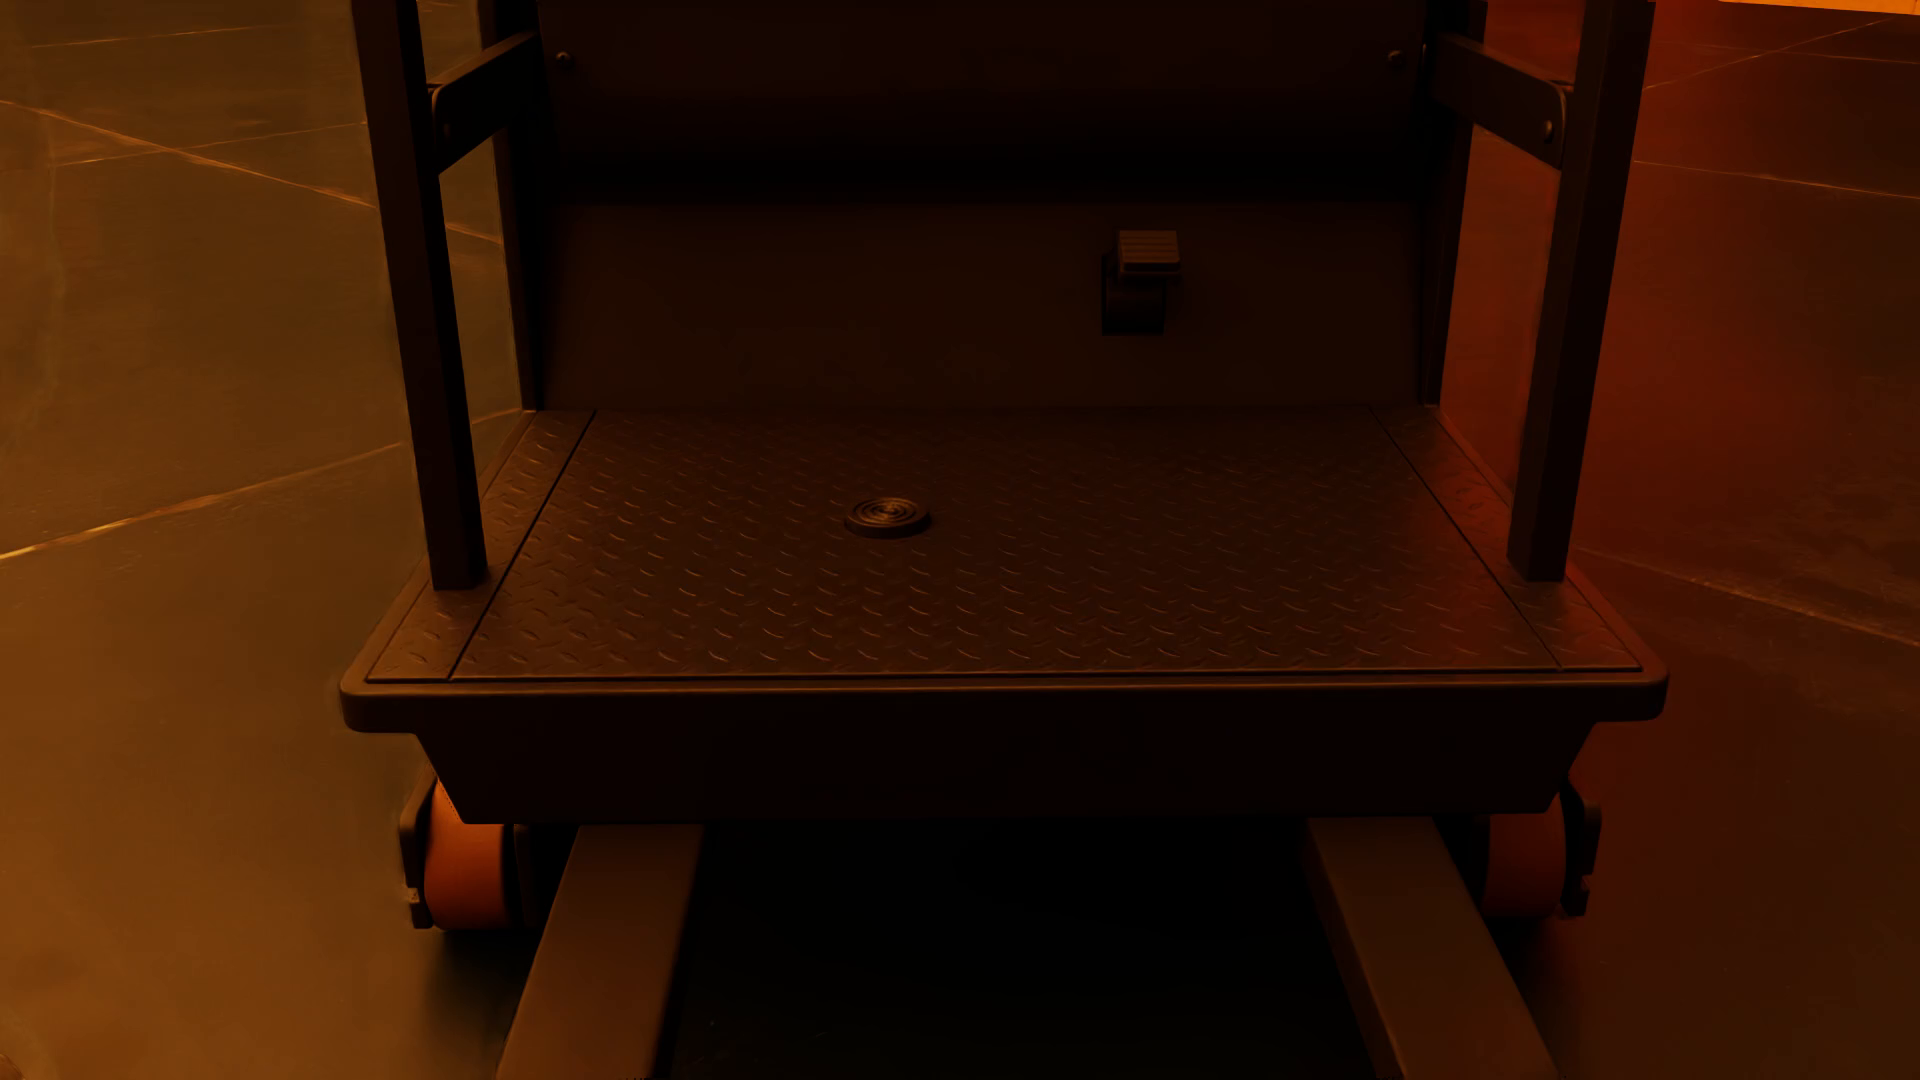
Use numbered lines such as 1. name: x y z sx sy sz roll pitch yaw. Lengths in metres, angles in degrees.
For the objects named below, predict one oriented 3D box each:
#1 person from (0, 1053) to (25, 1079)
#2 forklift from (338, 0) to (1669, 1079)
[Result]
1. person: -0.577 -0.069 0.594 0.786 1.442 0.945 -6 24 -13
2. forklift: 0.031 -1.087 1.329 1.130 2.935 3.031 0 24 -1
